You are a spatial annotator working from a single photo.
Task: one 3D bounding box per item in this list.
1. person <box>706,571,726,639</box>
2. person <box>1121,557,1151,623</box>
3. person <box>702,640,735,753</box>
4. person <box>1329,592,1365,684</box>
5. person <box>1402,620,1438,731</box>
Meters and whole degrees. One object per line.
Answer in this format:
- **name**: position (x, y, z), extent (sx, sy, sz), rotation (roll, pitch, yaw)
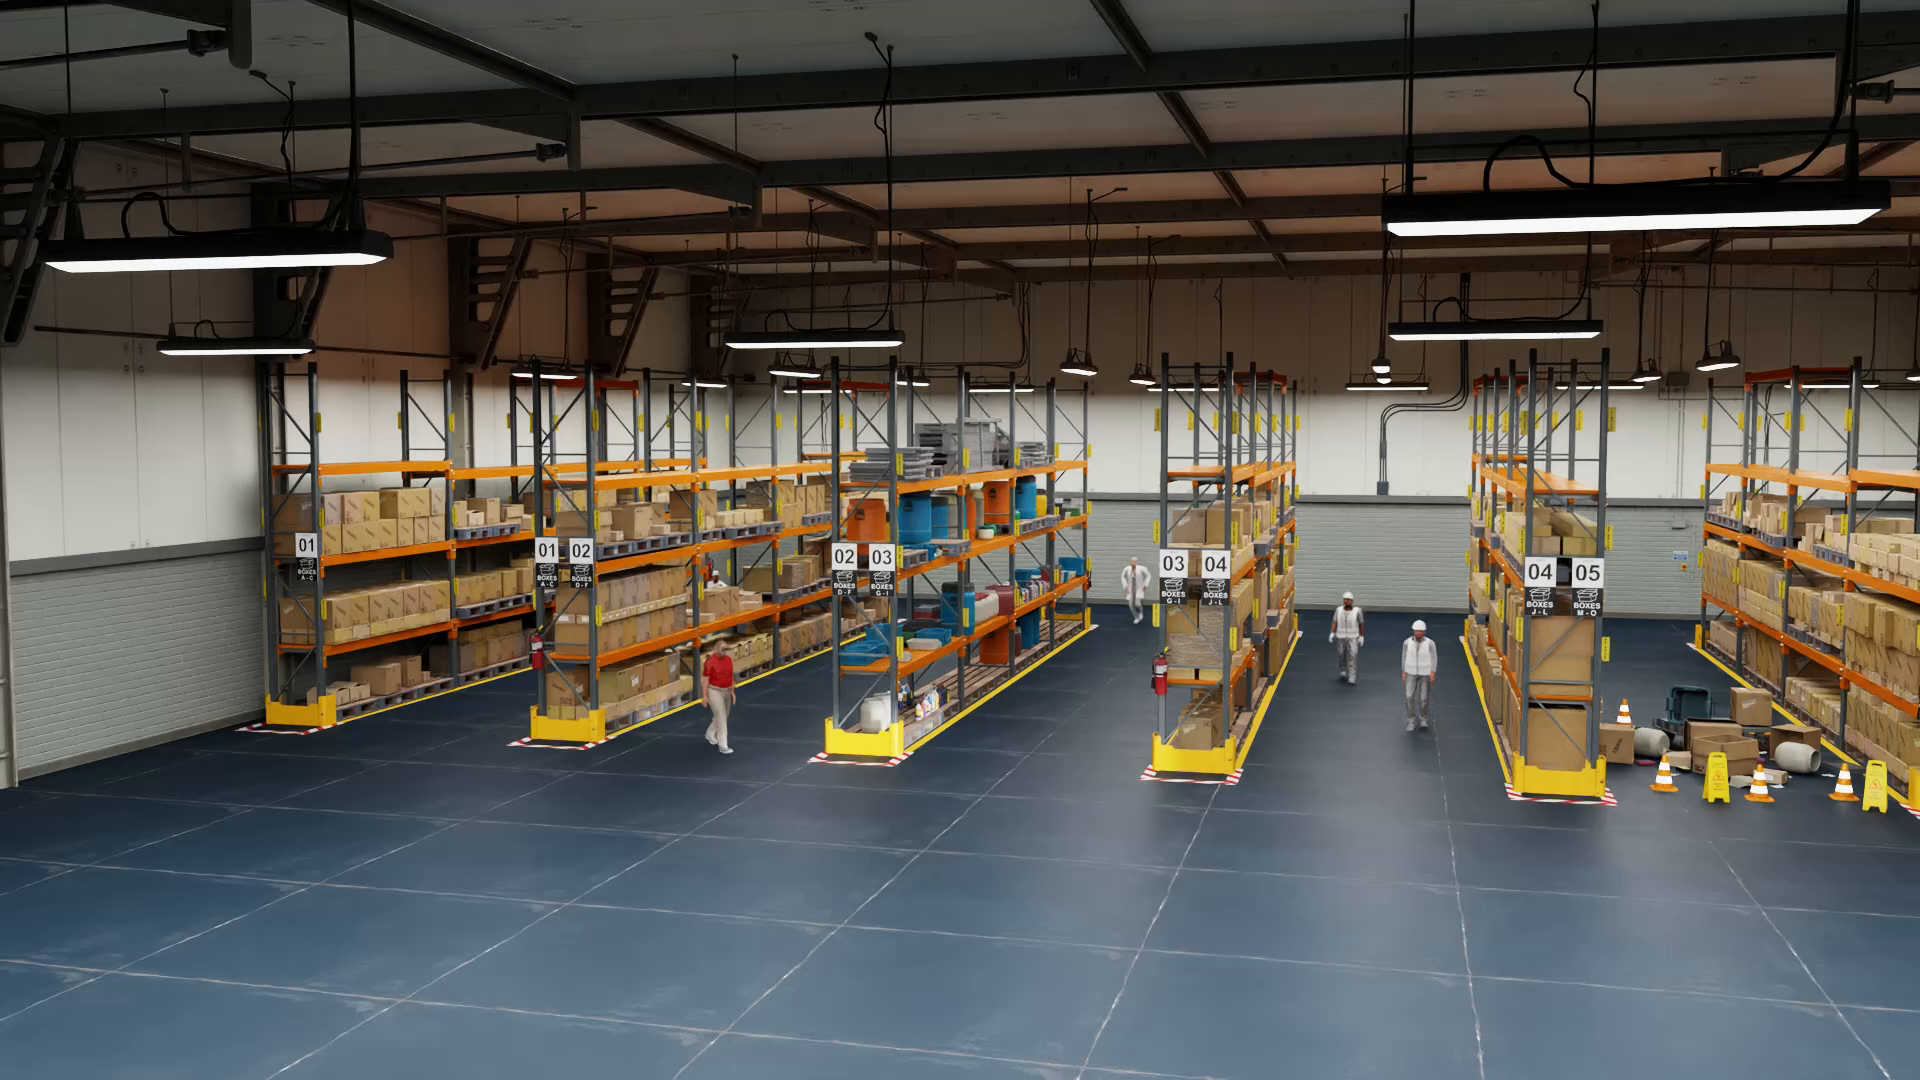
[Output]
- **person**: position (-5.609, 1.498, 38.265), extent (0.514, 1.600, 1.064), rotation (0, 4, 5)
- **person**: position (4.400, 1.250, 41.525), extent (0.743, 1.683, 0.661), rotation (2, 4, 21)
- **person**: position (-3.695, 2.362, 25.491), extent (0.899, 1.685, 0.547), rotation (3, 5, 34)
- **person**: position (7.462, 1.873, 32.065), extent (0.654, 1.726, 1.081), rotation (1, 4, 14)
- **person**: position (7.514, 2.216, 27.218), extent (0.578, 1.815, 0.573), rotation (2, 4, 22)
